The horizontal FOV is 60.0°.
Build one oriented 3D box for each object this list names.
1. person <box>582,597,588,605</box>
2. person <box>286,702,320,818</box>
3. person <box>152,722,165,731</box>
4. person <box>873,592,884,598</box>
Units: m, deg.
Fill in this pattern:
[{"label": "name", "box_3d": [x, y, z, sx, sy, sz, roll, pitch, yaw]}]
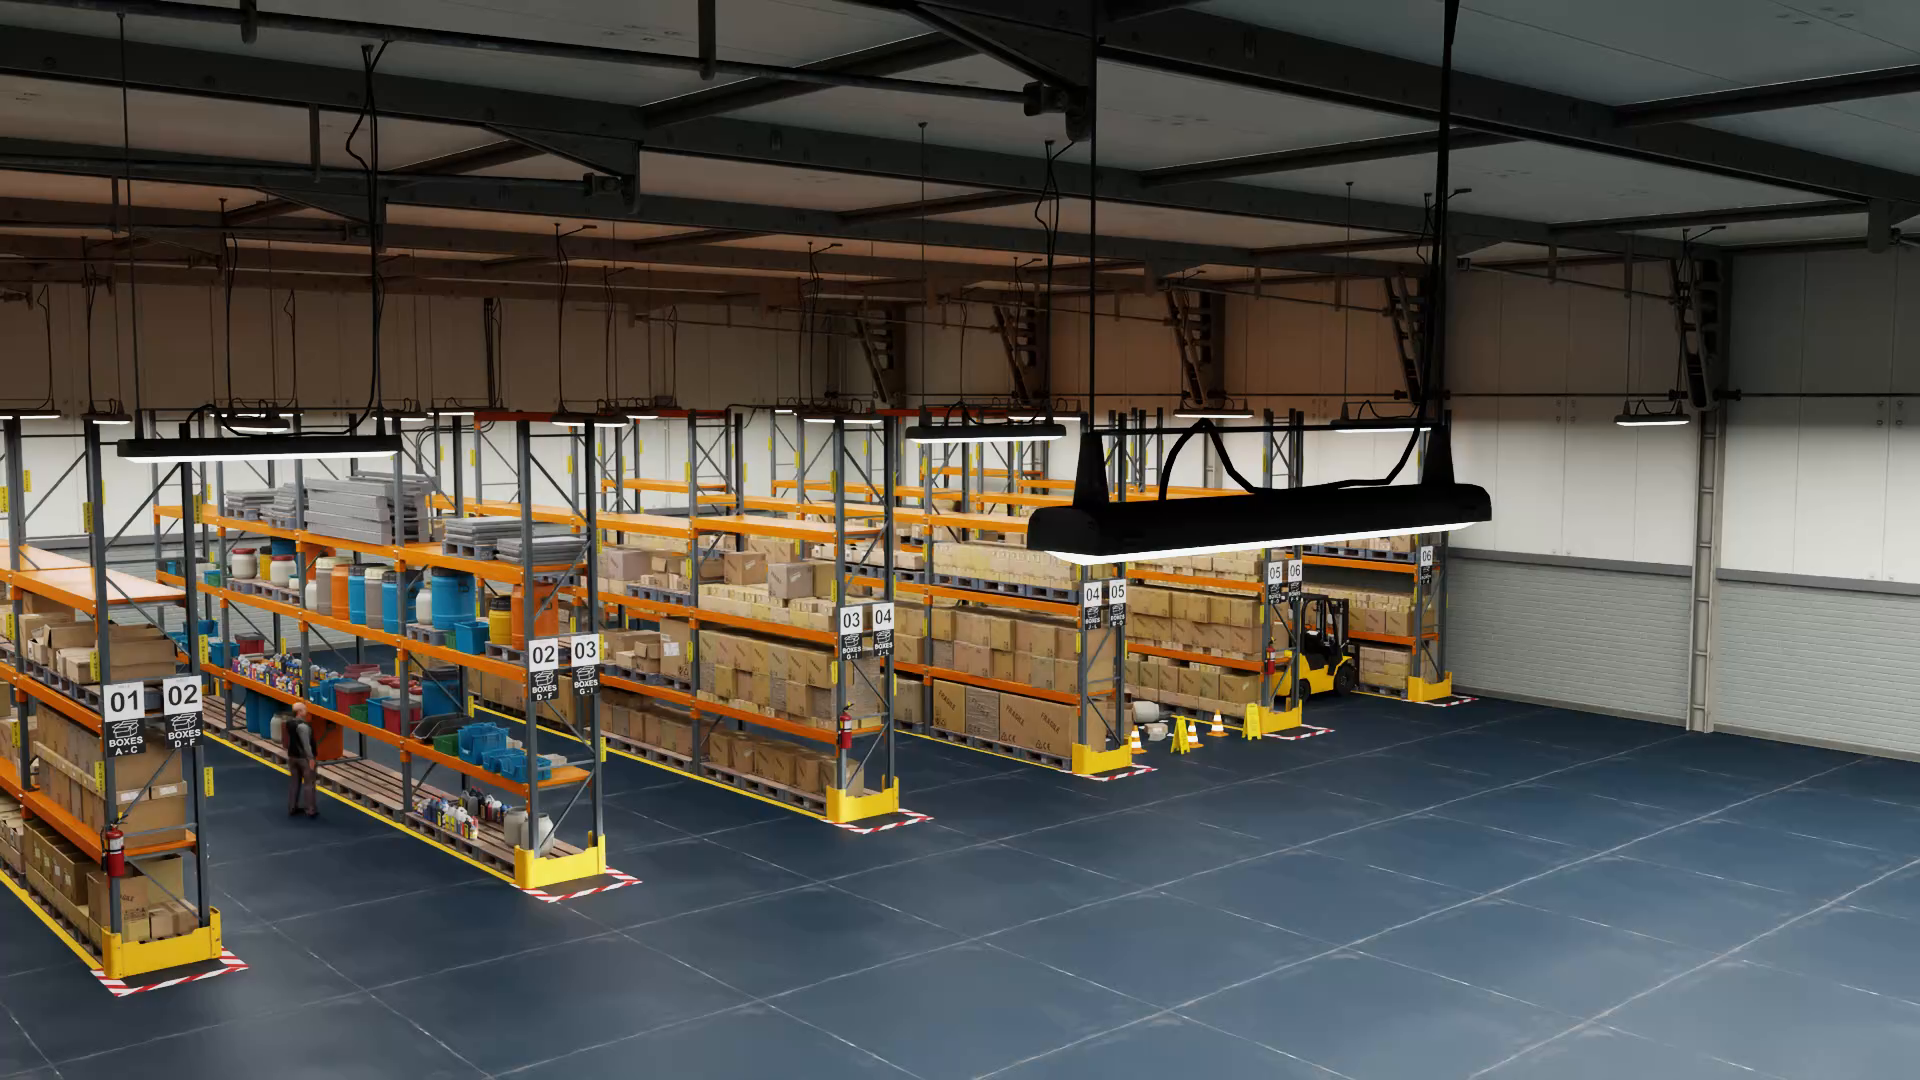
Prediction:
[{"label": "person", "box_3d": [-8.617, 2.171, 37.984, 0.755, 1.815, 0.935, -4, 6, -38]}, {"label": "person", "box_3d": [-9.869, 3.283, 24.938, 0.558, 1.727, 0.402, 3, 6, 28]}, {"label": "person", "box_3d": [-14.638, 2.836, 30.303, 0.560, 1.670, 0.410, 4, 7, 41]}, {"label": "person", "box_3d": [-1.707, 1.985, 36.806, 0.546, 1.676, 0.471, 1, 5, 13]}]
